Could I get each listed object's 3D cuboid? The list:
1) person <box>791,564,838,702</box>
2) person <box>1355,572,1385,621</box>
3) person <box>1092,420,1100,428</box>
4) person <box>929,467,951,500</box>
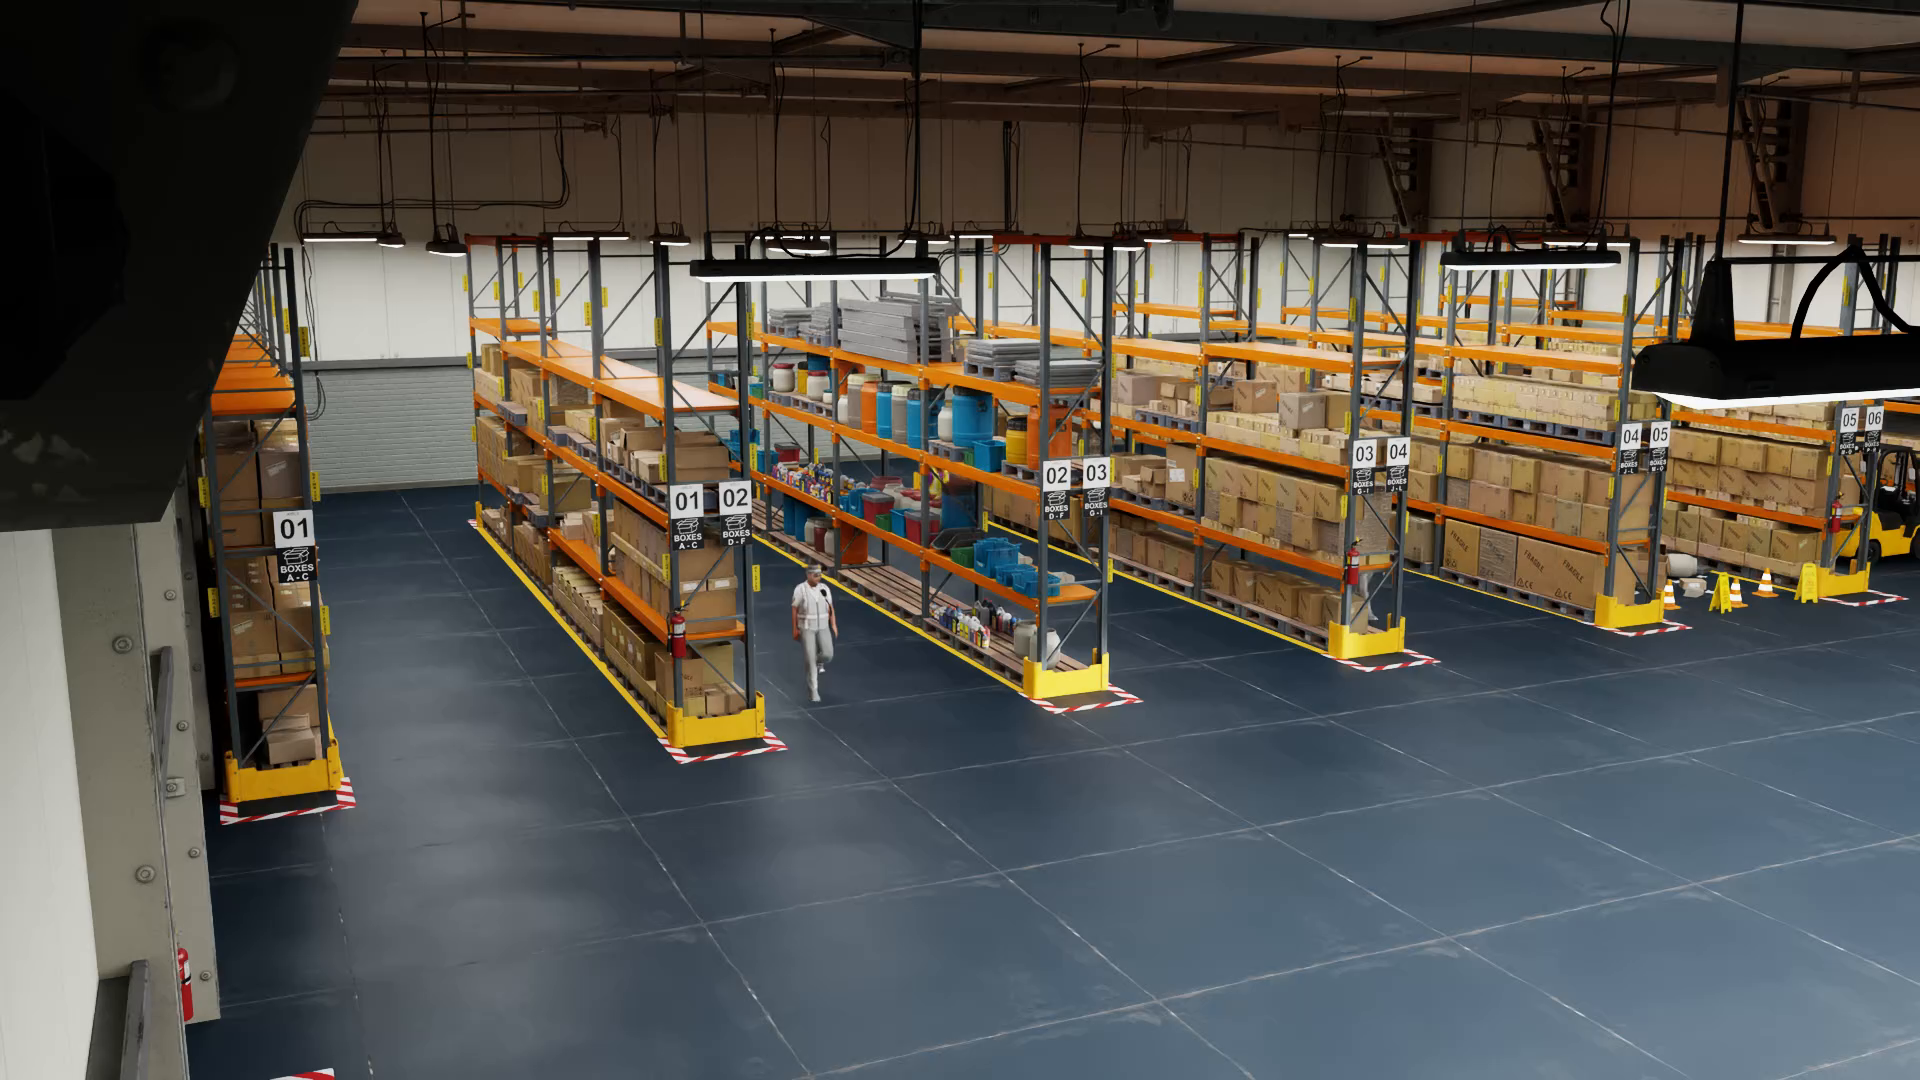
[{"bbox_3d":[-1.904,1.233,22.279,0.561,1.794,0.683,-6,12,-27],"label":"person"},{"bbox_3d":[6.533,0.414,26.583,0.496,1.636,0.935,-3,11,-17],"label":"person"},{"bbox_3d":[3.576,-2.562,41.987,0.480,1.625,0.877,9,14,38],"label":"person"},{"bbox_3d":[-0.398,-0.829,32.878,0.642,1.712,1.093,-5,12,-26],"label":"person"}]
